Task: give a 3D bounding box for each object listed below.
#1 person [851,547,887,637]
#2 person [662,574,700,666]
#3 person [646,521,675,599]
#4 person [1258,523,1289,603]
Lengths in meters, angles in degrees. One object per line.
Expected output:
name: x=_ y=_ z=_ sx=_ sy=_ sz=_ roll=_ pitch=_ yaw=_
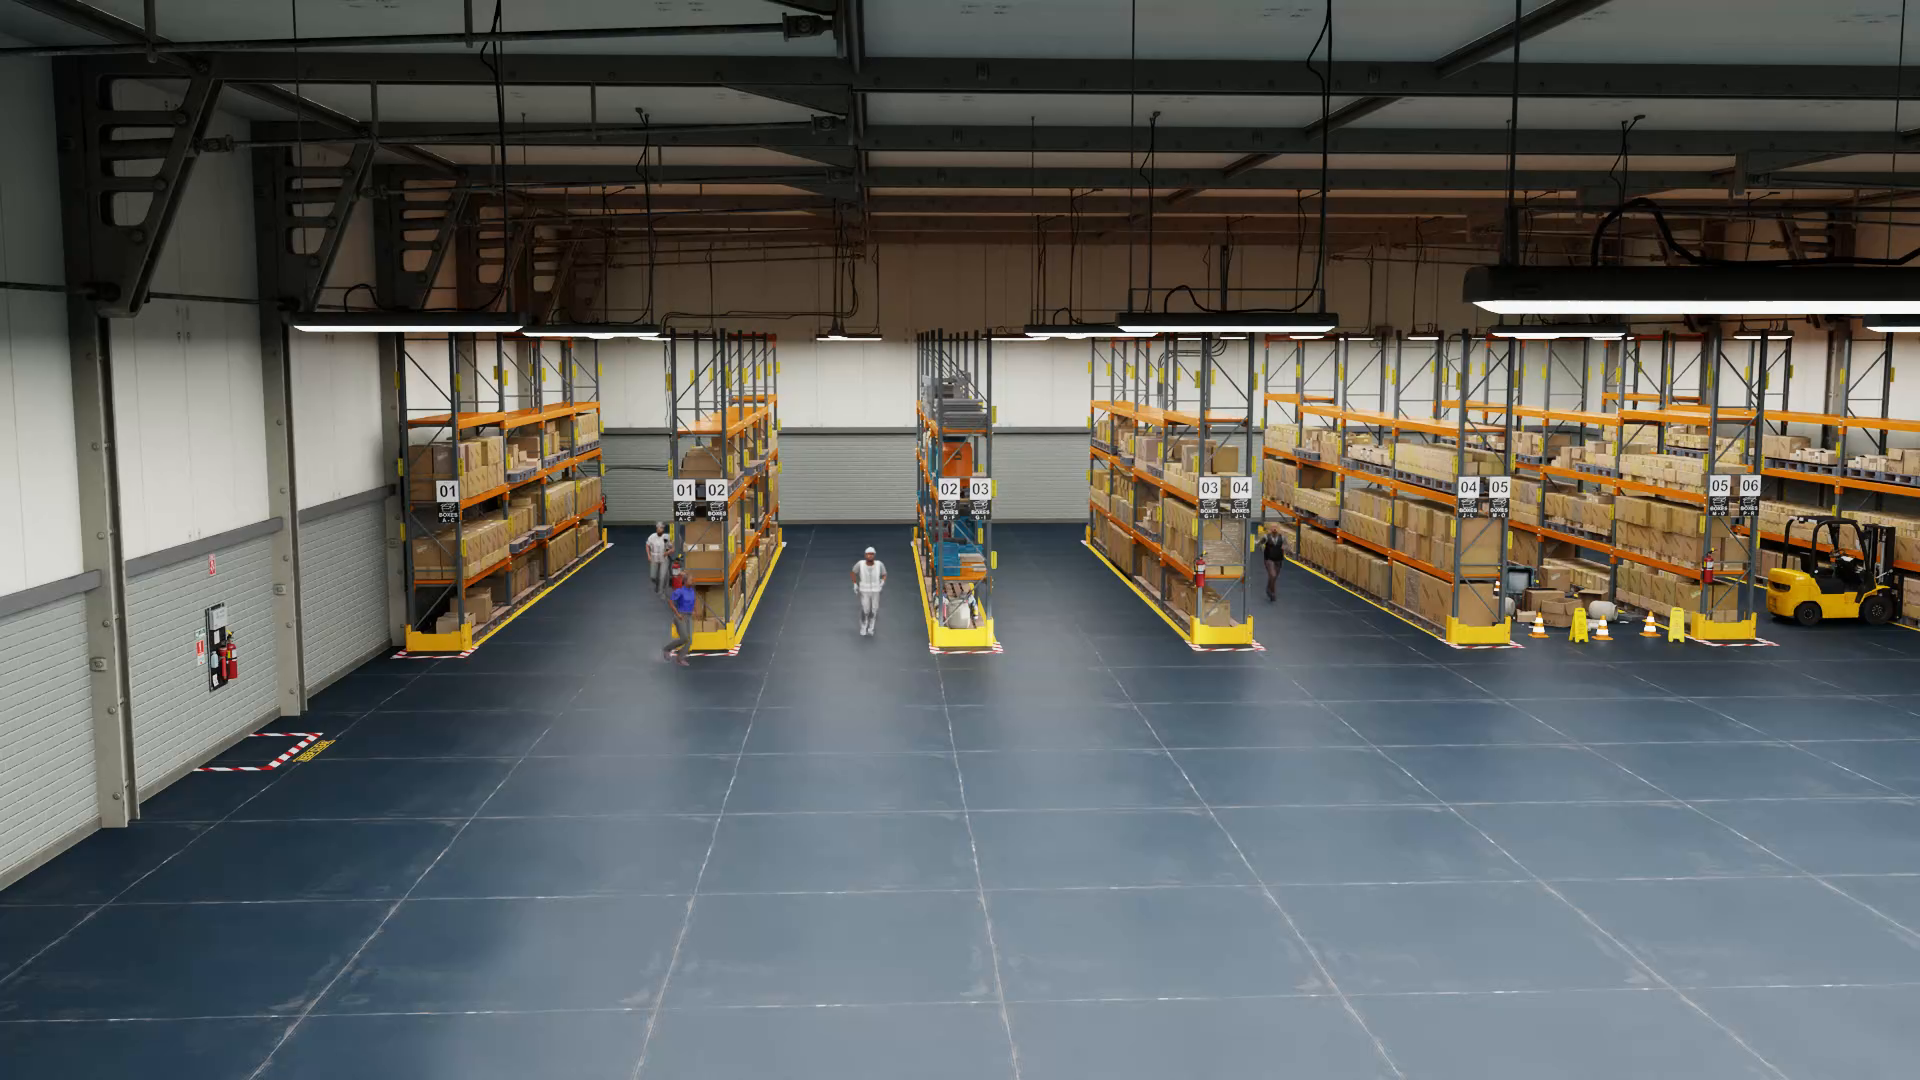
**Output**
person: x=-1.749 y=1.021 z=32.510 sx=0.679 sy=1.765 sz=0.660 roll=-2 pitch=7 yaw=-14
person: x=-4.989 y=1.417 z=29.909 sx=0.532 sy=1.611 sz=0.651 roll=4 pitch=8 yaw=31
person: x=-6.762 y=0.449 z=37.474 sx=0.679 sy=1.755 sz=0.611 roll=0 pitch=7 yaw=0
person: x=7.025 y=0.501 z=37.175 sx=0.630 sy=1.785 sz=0.789 roll=-1 pitch=7 yaw=-7
